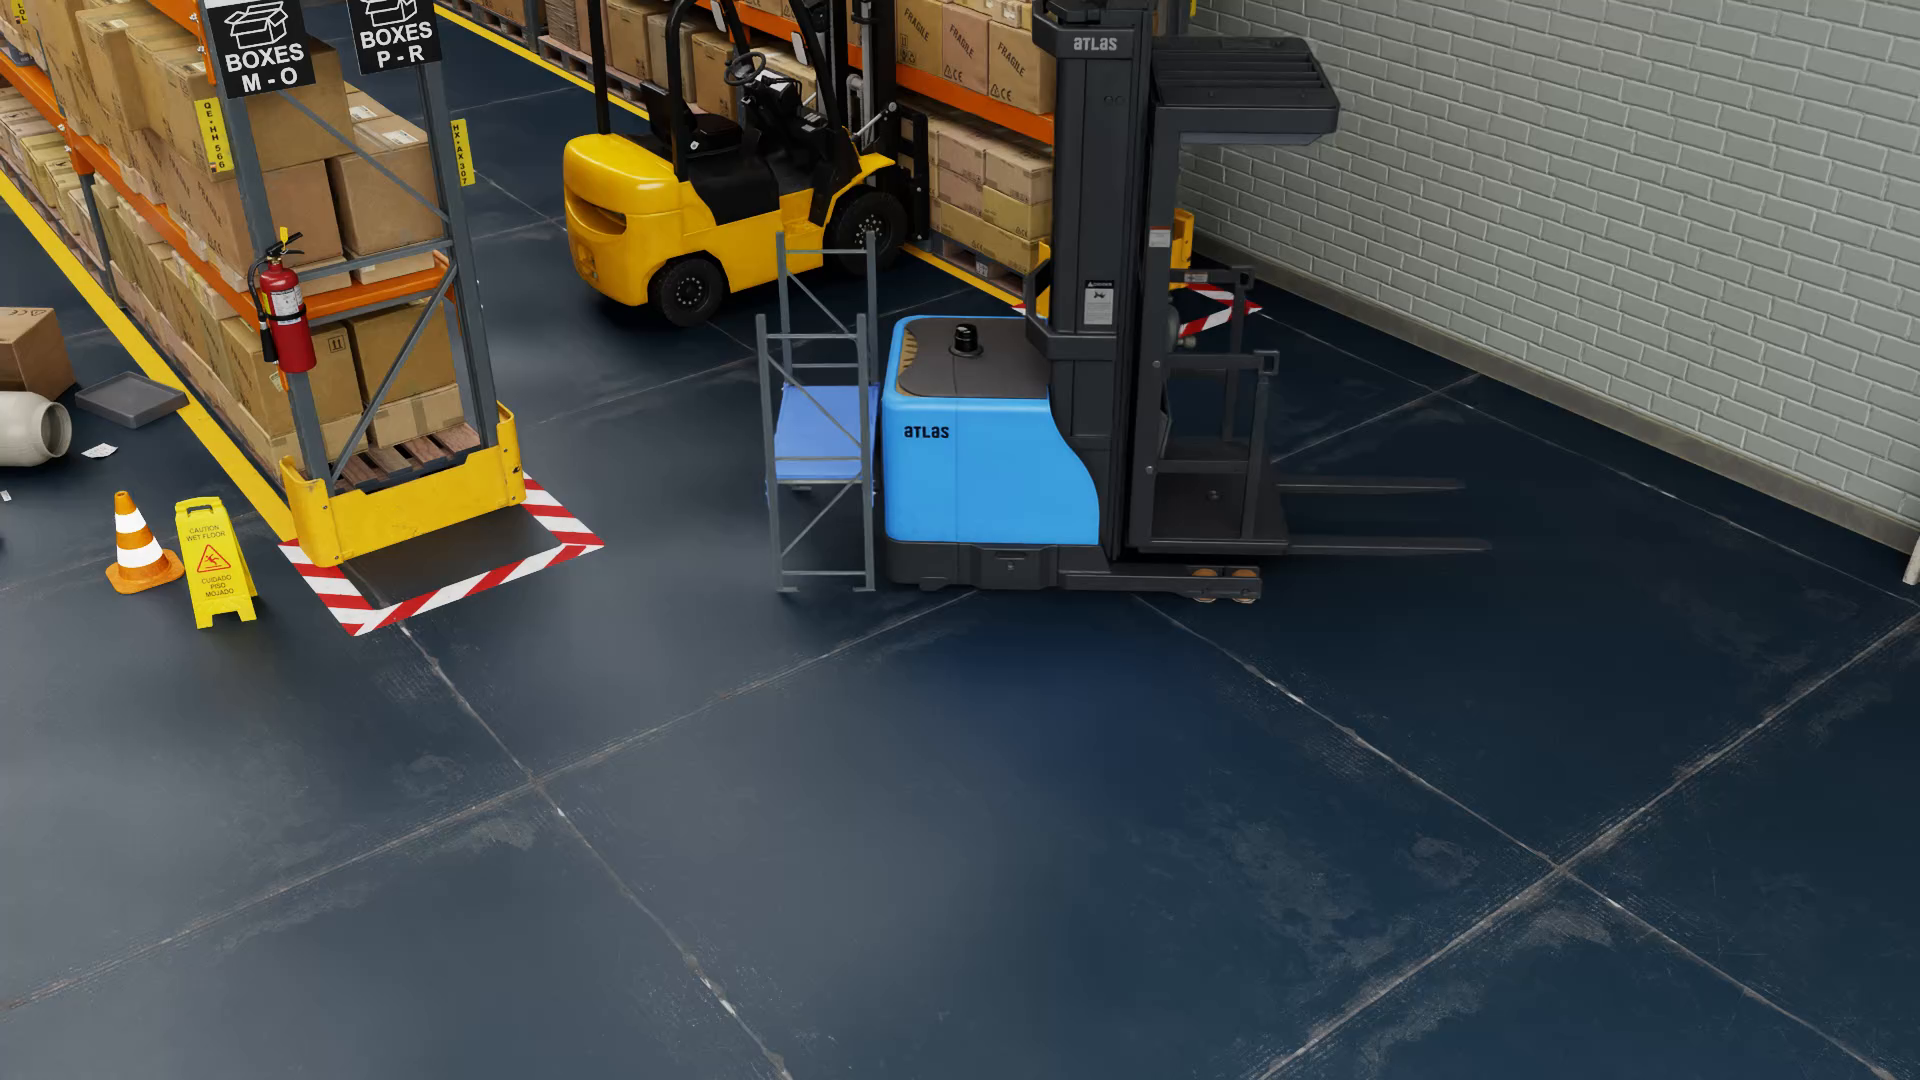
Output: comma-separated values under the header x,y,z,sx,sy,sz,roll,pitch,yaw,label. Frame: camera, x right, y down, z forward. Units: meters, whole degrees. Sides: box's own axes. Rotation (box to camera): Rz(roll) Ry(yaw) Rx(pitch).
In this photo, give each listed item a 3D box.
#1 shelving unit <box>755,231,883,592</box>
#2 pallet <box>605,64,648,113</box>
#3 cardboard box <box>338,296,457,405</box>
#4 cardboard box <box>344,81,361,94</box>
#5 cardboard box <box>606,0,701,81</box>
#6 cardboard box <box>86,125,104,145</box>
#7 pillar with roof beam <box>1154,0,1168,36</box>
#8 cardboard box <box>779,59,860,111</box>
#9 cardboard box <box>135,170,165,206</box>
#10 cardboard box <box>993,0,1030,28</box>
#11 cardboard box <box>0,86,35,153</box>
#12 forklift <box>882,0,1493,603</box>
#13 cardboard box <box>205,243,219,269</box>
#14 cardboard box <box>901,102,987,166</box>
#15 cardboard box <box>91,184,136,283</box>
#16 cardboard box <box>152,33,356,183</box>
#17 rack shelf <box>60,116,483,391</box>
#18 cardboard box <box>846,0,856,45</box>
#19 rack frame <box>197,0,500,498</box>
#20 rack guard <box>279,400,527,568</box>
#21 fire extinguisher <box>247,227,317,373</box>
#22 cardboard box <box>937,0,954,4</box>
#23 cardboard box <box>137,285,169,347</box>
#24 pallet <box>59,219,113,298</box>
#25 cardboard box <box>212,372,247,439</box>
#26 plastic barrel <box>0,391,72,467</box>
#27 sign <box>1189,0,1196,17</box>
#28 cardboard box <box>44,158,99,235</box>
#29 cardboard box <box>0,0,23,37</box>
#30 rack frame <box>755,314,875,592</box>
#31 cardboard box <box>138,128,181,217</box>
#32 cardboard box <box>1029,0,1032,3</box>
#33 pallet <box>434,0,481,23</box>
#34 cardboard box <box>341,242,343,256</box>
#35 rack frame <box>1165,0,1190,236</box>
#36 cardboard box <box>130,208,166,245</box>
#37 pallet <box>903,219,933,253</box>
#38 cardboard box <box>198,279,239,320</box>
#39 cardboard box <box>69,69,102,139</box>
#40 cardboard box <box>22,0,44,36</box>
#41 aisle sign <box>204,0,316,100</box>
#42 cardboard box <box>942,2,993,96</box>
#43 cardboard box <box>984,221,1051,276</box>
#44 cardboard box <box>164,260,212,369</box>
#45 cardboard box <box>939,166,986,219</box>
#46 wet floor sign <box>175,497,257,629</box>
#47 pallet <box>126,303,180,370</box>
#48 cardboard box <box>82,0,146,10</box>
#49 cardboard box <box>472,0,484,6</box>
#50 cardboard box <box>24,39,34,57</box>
x,y,z,sx,sy,sz,roll,pitch,yaw,label
-0.680,-0.653,8.379,0.538,1.500,1.048,0,32,0,shelving unit
-2.641,-4.241,15.378,1.003,0.211,1.213,-22,38,-31,pallet
-3.163,-1.112,9.195,0.500,0.500,0.500,-24,39,-33,cardboard box
-3.577,-2.231,9.122,0.500,0.500,0.500,-23,39,-32,cardboard box
-2.667,-4.644,15.238,0.875,0.625,0.625,-24,39,-33,cardboard box
-5.189,-2.585,10.307,0.380,0.149,0.250,-21,38,-30,cardboard box
-2.069,-4.693,7.777,9.100,9.000,0.400,-22,38,-31,pillar with roof beam
-1.052,-3.538,12.864,0.500,0.250,0.500,-22,38,-31,cardboard box
-4.431,-2.041,9.431,0.380,0.149,0.250,-22,38,-32,cardboard box
0.433,-3.424,10.711,0.380,0.149,0.250,-22,38,-31,cardboard box
-7.439,-3.505,13.644,0.950,0.372,0.625,-25,40,-34,cardboard box
1.146,-1.218,7.933,3.031,2.935,1.130,1,32,2,forklift
-3.653,-1.511,8.578,0.380,0.149,0.250,-23,39,-32,cardboard box
-0.117,-2.899,11.836,0.500,0.250,0.500,-22,38,-31,cardboard box
-5.176,-2.011,10.641,0.500,0.500,0.500,-20,37,-29,cardboard box
-3.357,-2.084,7.938,0.700,0.500,0.500,-23,39,-33,cardboard box
-4.098,-1.876,9.609,1.077,0.370,4.000,-22,38,-31,rack shelf
-0.696,-3.973,12.209,0.500,0.500,0.500,-23,38,-32,cardboard box
-2.872,-1.348,8.077,1.000,3.000,0.127,-22,38,-31,rack frame
-2.918,-0.318,8.788,1.175,0.500,0.348,-22,38,-31,rack guard
-3.165,-1.118,7.781,0.296,0.674,0.183,-22,38,-31,fire extinguisher
-0.022,-3.755,11.243,0.380,0.149,0.250,-24,39,-33,cardboard box
-4.840,-1.473,10.487,0.500,0.250,0.500,-20,37,-29,cardboard box
-5.803,-2.154,12.019,1.003,0.211,1.213,-22,38,-31,pallet
-3.891,-0.826,9.446,0.500,0.250,0.500,-22,38,-31,cardboard box
-5.334,-0.624,9.354,0.512,0.421,0.421,1,32,2,plastic barrel
1.489,-3.534,10.701,0.100,0.325,0.005,-22,38,-31,sign
-6.092,-2.593,12.175,0.950,0.372,0.625,-20,37,-29,cardboard box
-6.094,-3.687,11.068,0.500,0.500,0.500,-22,38,-31,cardboard box
-0.678,-0.385,7.948,0.500,1.500,0.032,0,32,0,rack frame
-4.030,-2.074,8.869,0.500,0.500,0.500,-22,38,-32,cardboard box
0.661,-3.481,10.520,0.380,0.149,0.250,-22,38,-31,cardboard box
-5.031,-5.936,18.108,1.003,0.211,1.213,-22,38,-31,pallet
-3.083,-1.550,8.641,0.380,0.149,0.250,-22,38,-31,cardboard box
1.047,-2.955,10.665,1.000,3.000,0.127,-22,38,-31,rack frame
-4.663,-1.890,9.832,0.380,0.149,0.250,-20,37,-29,cardboard box
-0.199,-2.584,12.710,1.003,0.211,1.213,-22,38,-31,pallet
-3.847,-1.333,8.936,0.380,0.149,0.250,-21,38,-30,cardboard box
-4.949,-2.709,9.891,0.500,0.500,0.500,-22,38,-32,cardboard box
-5.226,-3.355,9.984,0.700,0.500,0.500,-23,38,-32,cardboard box
-3.063,-2.333,7.199,0.394,0.787,0.004,-22,38,-31,aisle sign
0.227,-3.337,11.185,0.500,0.500,0.500,-21,38,-30,cardboard box
0.509,-2.059,11.431,0.500,0.250,0.500,-22,38,-31,cardboard box
-4.196,-1.355,9.586,0.500,0.500,0.500,-23,39,-32,cardboard box
0.203,-2.492,11.654,0.500,0.250,0.500,-23,38,-32,cardboard box
-3.600,0.078,8.013,0.267,0.644,0.232,-10,33,-15,wet floor sign
-4.885,-1.562,11.065,1.003,0.211,1.213,-22,38,-31,pallet
-4.252,-2.729,8.977,0.700,0.500,0.500,-23,38,-32,cardboard box
-4.909,-5.942,17.445,0.500,0.500,0.500,-20,37,-29,cardboard box
-6.006,-3.327,11.104,0.380,0.149,0.250,-24,39,-33,cardboard box
